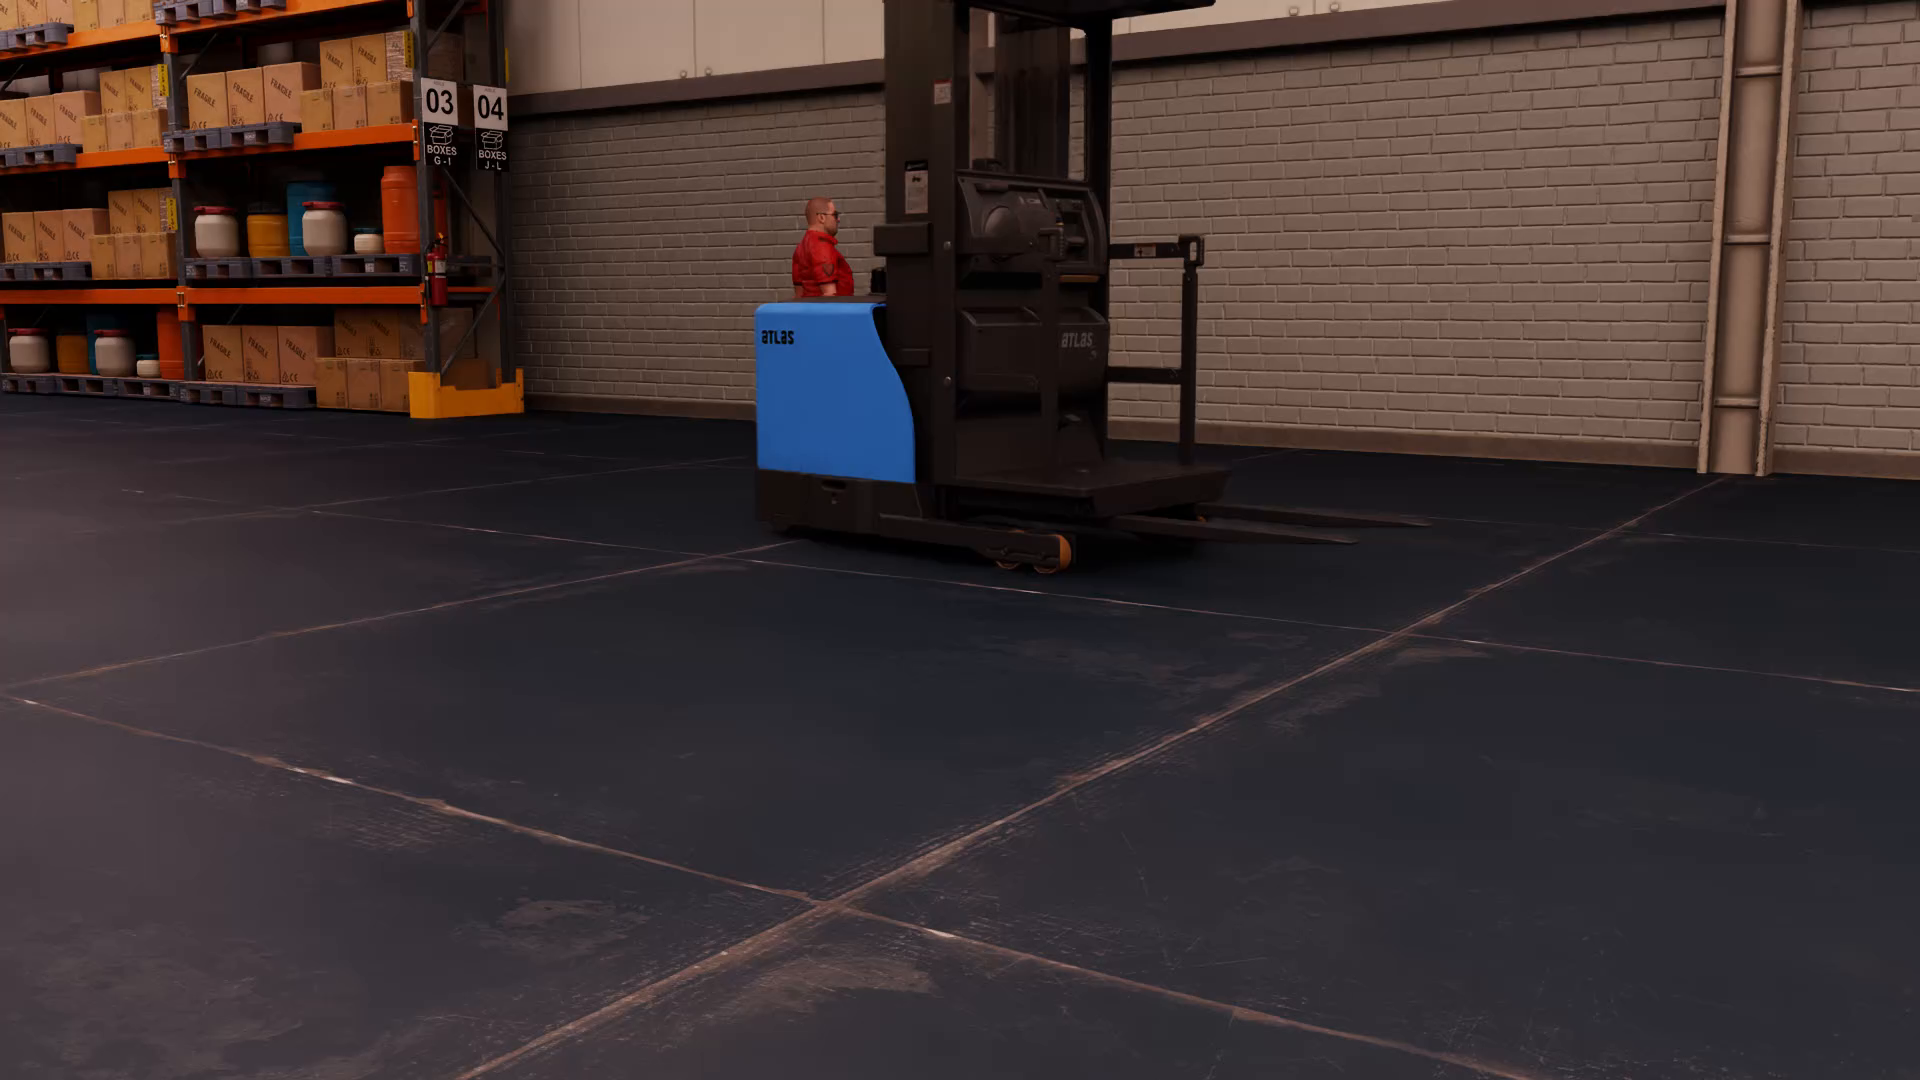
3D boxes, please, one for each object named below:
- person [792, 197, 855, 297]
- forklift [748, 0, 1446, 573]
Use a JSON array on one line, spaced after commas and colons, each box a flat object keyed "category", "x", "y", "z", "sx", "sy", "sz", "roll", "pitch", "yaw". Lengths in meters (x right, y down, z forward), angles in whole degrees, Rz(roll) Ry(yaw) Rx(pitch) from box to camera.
[{"category": "person", "x": -0.842, "y": -1.287, "z": 10.524, "sx": 0.370, "sy": 1.730, "sz": 0.524, "roll": -4, "pitch": 9, "yaw": -25}, {"category": "forklift", "x": 0.512, "y": -1.402, "z": 7.050, "sx": 3.031, "sy": 2.935, "sz": 1.130, "roll": 6, "pitch": 10, "yaw": 36}]
